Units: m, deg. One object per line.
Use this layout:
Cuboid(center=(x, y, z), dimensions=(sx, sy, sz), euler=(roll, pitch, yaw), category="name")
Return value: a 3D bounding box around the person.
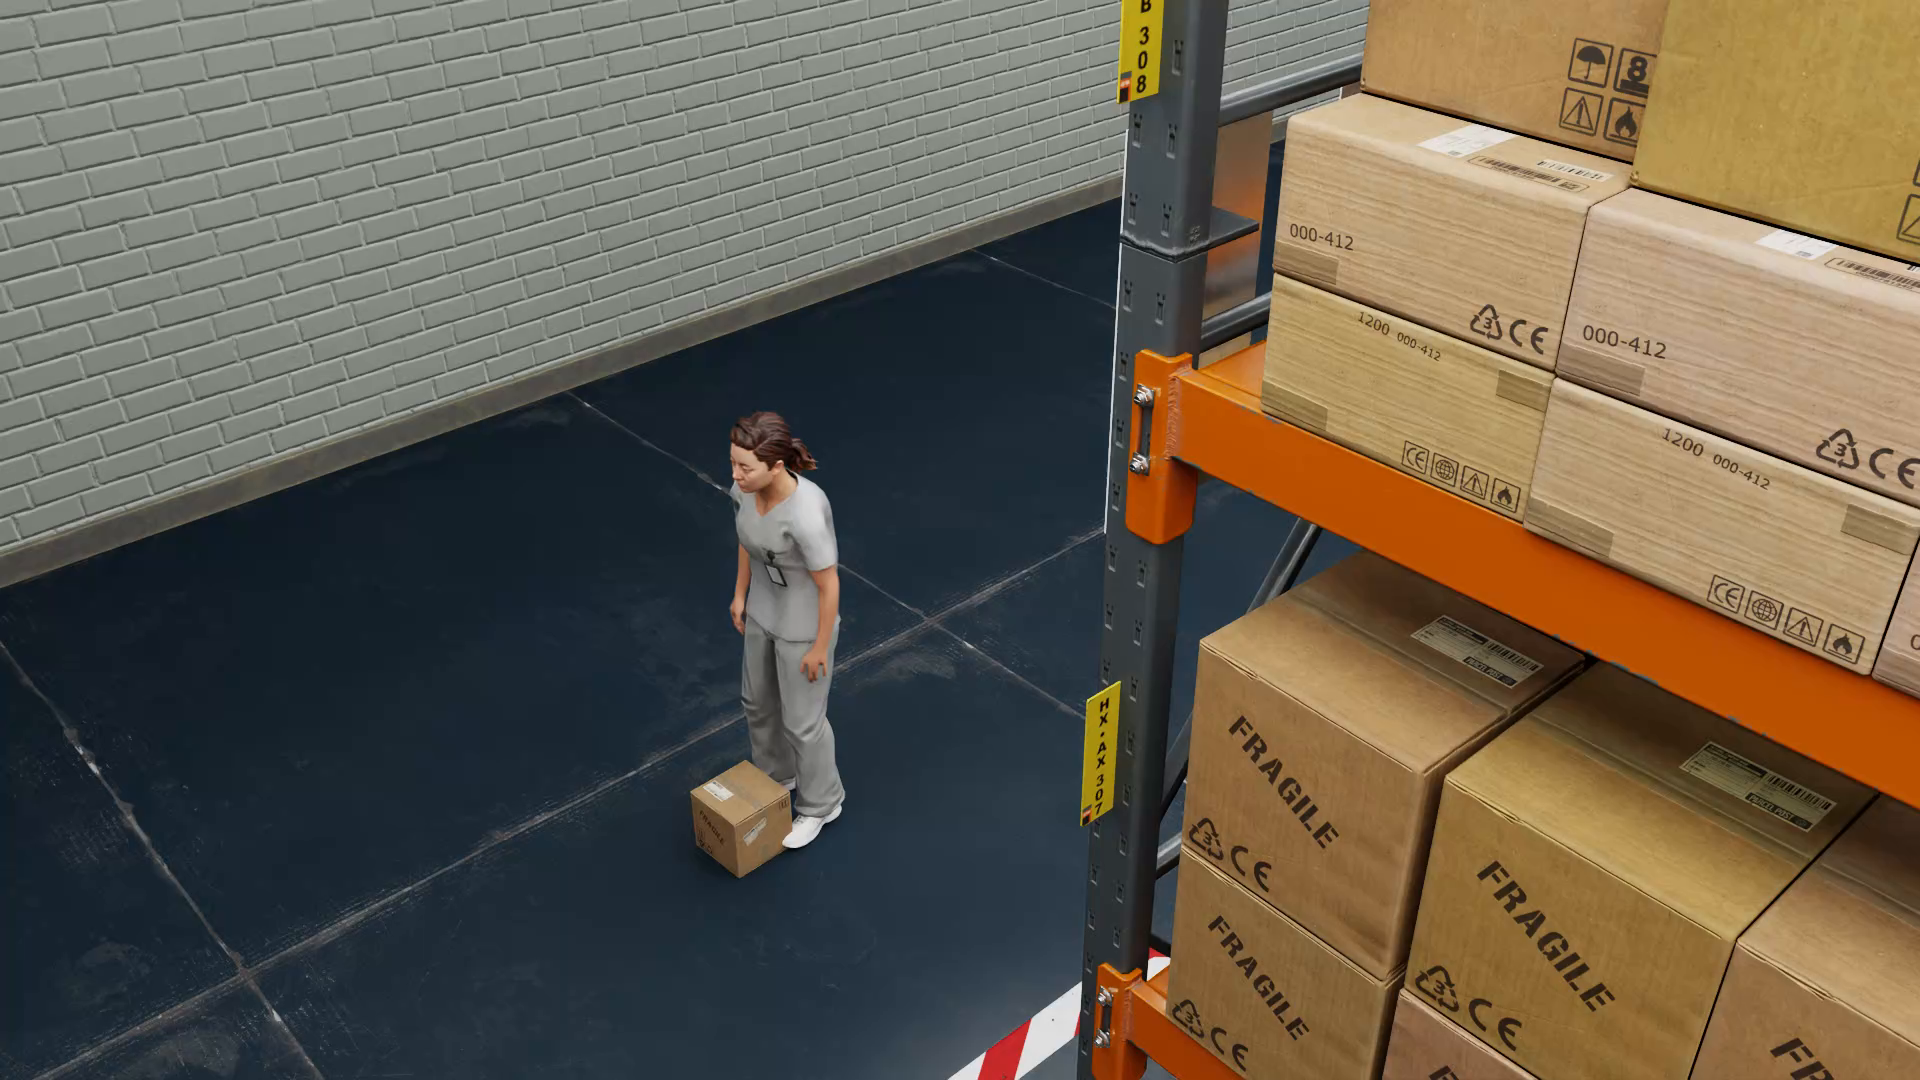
Cuboid(center=(-0.599, 0.289, 5.671), dimensions=(0.352, 1.673, 0.494), euler=(-26, 41, -36), category="person")
